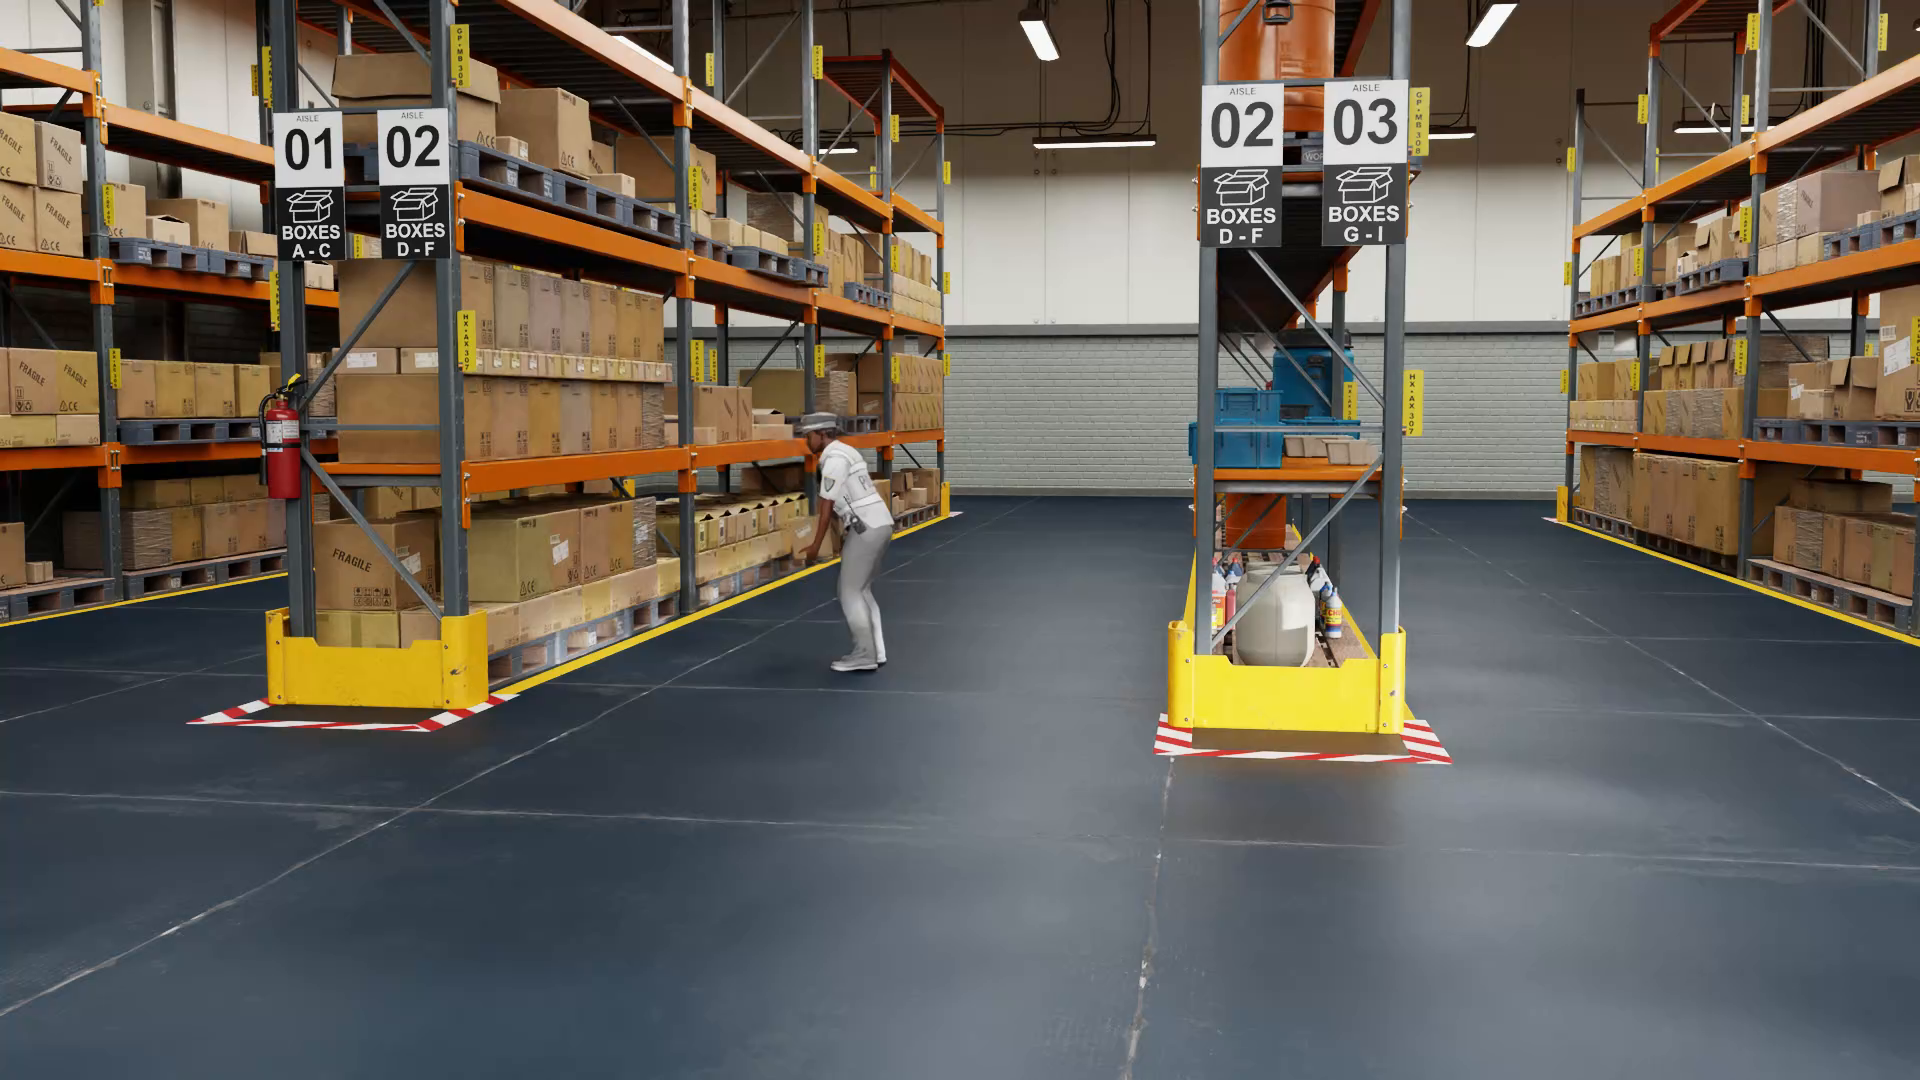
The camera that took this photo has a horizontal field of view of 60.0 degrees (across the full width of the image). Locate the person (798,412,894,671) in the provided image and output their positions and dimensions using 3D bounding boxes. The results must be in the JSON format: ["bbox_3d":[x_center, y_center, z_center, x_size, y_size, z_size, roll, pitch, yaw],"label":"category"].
[{"bbox_3d":[-0.701,0.004,10.327,0.573,1.596,0.411,1,5,8],"label":"person"}]
